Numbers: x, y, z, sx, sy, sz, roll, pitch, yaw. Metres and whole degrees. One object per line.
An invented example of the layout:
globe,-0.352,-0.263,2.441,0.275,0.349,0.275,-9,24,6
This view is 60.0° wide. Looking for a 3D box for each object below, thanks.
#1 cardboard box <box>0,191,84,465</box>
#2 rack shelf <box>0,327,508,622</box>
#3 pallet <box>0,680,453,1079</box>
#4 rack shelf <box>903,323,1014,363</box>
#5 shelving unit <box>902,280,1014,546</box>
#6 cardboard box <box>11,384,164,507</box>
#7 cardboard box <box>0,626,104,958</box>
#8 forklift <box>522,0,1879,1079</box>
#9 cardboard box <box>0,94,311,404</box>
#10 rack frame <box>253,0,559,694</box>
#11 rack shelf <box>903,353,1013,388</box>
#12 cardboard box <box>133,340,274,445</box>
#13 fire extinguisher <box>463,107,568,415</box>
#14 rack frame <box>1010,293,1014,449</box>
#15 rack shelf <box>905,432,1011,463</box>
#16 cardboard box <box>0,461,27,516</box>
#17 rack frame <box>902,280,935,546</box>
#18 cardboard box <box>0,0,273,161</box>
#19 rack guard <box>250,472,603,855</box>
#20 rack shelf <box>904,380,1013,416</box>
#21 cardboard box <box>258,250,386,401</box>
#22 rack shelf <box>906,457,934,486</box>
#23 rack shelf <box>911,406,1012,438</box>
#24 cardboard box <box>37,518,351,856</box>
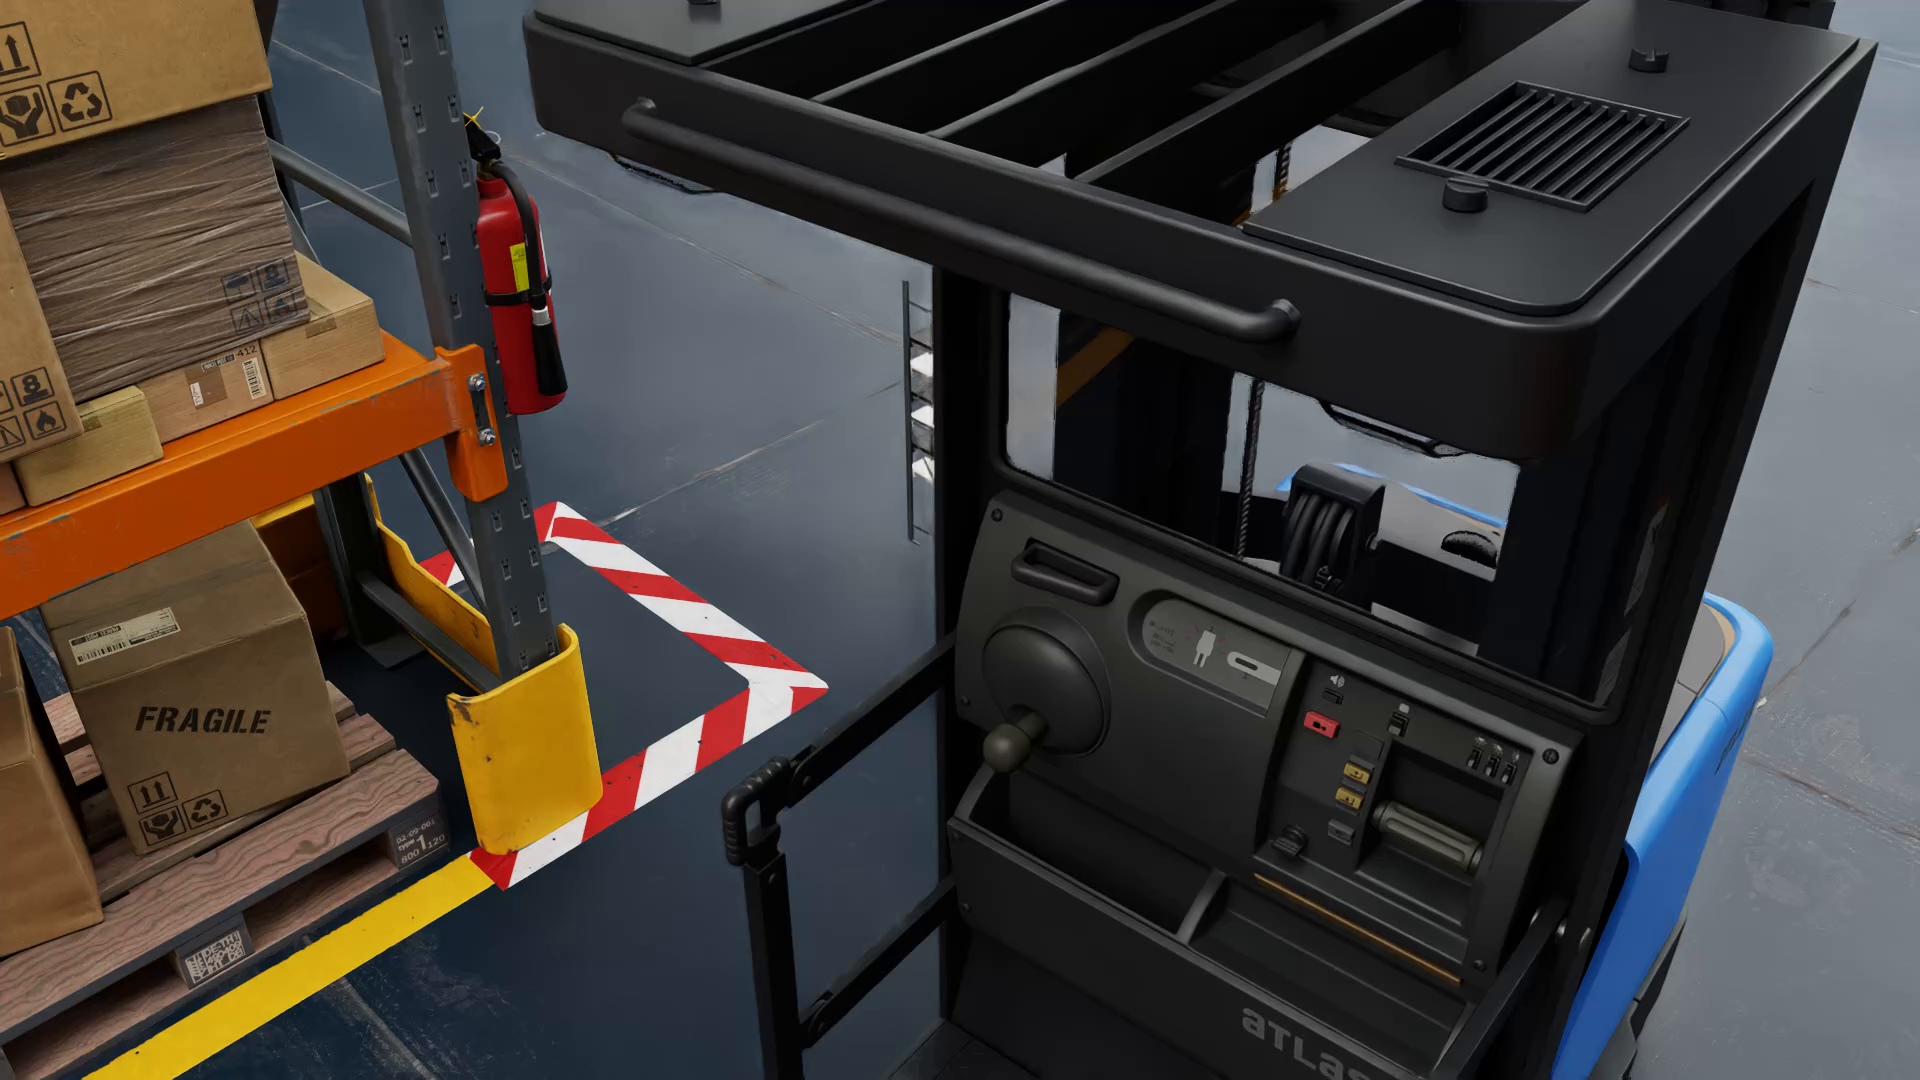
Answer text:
cardboard box,-2.053,-0.468,2.951,0.875,0.500,0.500,30,45,35
rack shelf,-2.788,0.339,2.771,1.077,0.370,4.000,30,45,35
pallet,-2.030,0.722,4.030,1.003,0.211,1.213,30,45,35
rack shelf,-0.006,-0.560,4.852,0.258,0.077,0.200,30,45,35
shelving unit,-0.006,-0.366,4.988,0.258,0.900,0.210,30,45,35
cardboard box,-1.750,-0.243,3.195,0.380,0.149,0.250,30,45,35
cardboard box,-2.228,0.588,3.602,0.500,0.500,0.500,-18,39,-24
forklift,0.259,0.312,2.241,1.130,2.935,3.031,24,42,31
cardboard box,-1.786,-0.719,3.311,0.875,0.500,0.500,30,45,35
rack frame,-1.379,-0.768,3.729,1.000,3.000,0.127,30,45,35
rack shelf,-0.006,-0.486,4.904,0.258,0.077,0.200,30,45,35
cardboard box,-1.610,-0.365,3.371,0.380,0.149,0.250,30,45,35
fire extinguisher,-0.972,-0.597,3.551,0.296,0.674,0.183,30,45,35
rack frame,0.066,-0.407,5.047,0.240,0.900,0.006,30,45,35
rack shelf,-0.006,-0.265,5.058,0.258,0.077,0.200,30,45,35
cardboard box,-1.937,-0.147,3.059,0.380,0.149,0.250,30,45,35
rack frame,-0.077,-0.325,4.929,0.240,0.900,0.006,30,45,35
cardboard box,-1.591,-1.018,2.866,0.500,0.500,0.500,30,45,35
rack guard,-1.433,0.288,4.400,1.175,0.500,0.348,30,45,35
rack shelf,-0.006,-0.412,4.955,0.258,0.077,0.200,30,45,35
cardboard box,-1.434,-0.466,3.516,0.380,0.149,0.250,30,45,35
rack shelf,-0.006,-0.191,5.110,0.258,0.077,0.200,30,45,35
rack shelf,-0.006,-0.338,5.007,0.258,0.077,0.200,30,45,35
cardboard box,-1.831,0.332,3.970,0.500,0.500,0.500,-21,40,-28
